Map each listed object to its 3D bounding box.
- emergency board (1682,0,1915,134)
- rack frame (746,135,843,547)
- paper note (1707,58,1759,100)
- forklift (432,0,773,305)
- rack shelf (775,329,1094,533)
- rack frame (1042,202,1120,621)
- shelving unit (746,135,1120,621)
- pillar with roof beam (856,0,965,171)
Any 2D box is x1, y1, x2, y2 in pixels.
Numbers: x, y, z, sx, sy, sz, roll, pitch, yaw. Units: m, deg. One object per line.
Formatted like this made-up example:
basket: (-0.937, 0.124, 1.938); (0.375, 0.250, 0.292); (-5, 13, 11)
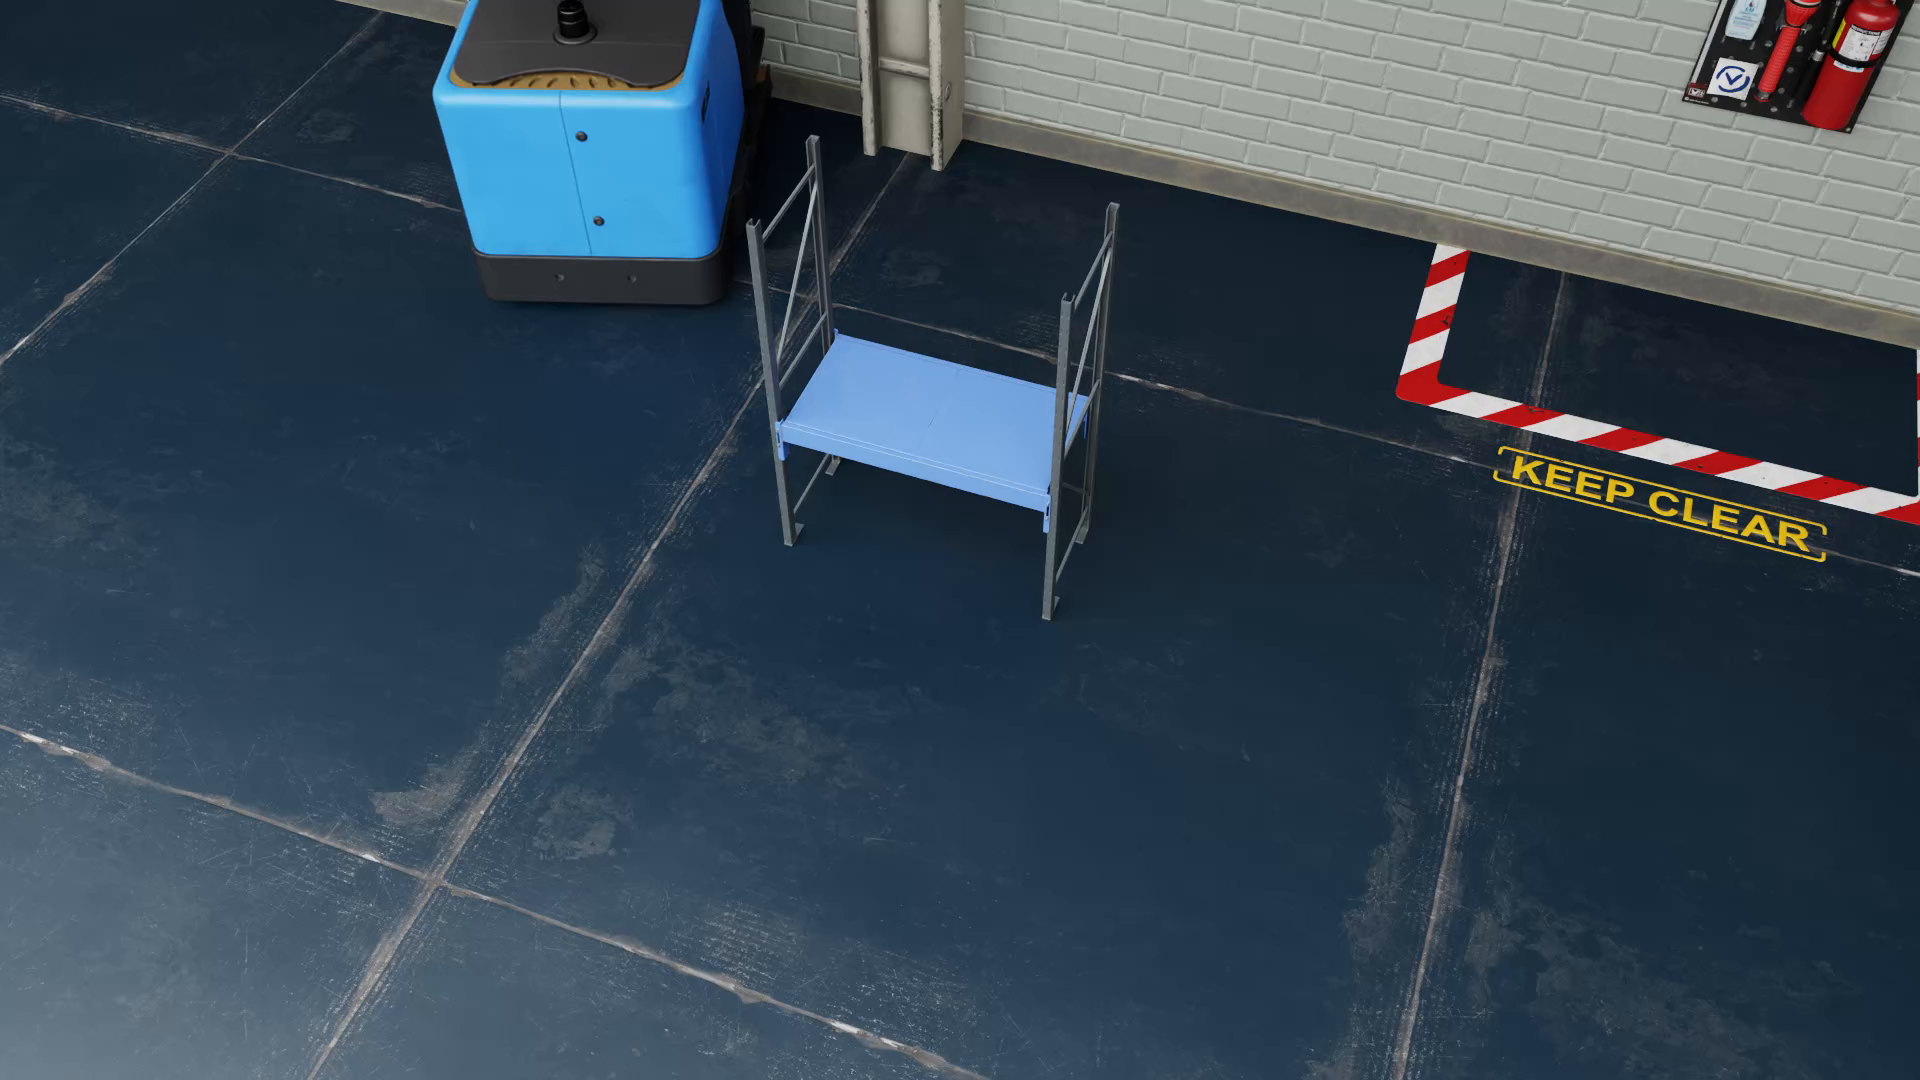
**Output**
emergency board: (3.107, -1.962, 5.965); (0.643, 1.169, 0.194); (16, 51, 13)
rack frame: (-0.557, -0.647, 5.818); (0.032, 1.500, 0.500); (16, 51, 13)
paper note: (2.965, -1.769, 6.381); (0.142, 0.148, 0.016); (16, 51, 13)
forklift: (-1.472, -3.057, 6.960); (1.130, 2.935, 3.031); (1, 49, 1)
rack shelf: (-0.080, -0.396, 5.839); (1.000, 0.185, 0.538); (16, 51, 13)
rack frame: (0.397, -0.380, 5.587); (0.032, 1.500, 0.500); (16, 51, 13)
shelving unit: (-0.080, -0.514, 5.703); (1.048, 1.500, 0.538); (16, 51, 13)
pillar with roof beam: (-1.708, -1.772, 1.831); (0.400, 9.000, 9.100); (16, 51, 13)
